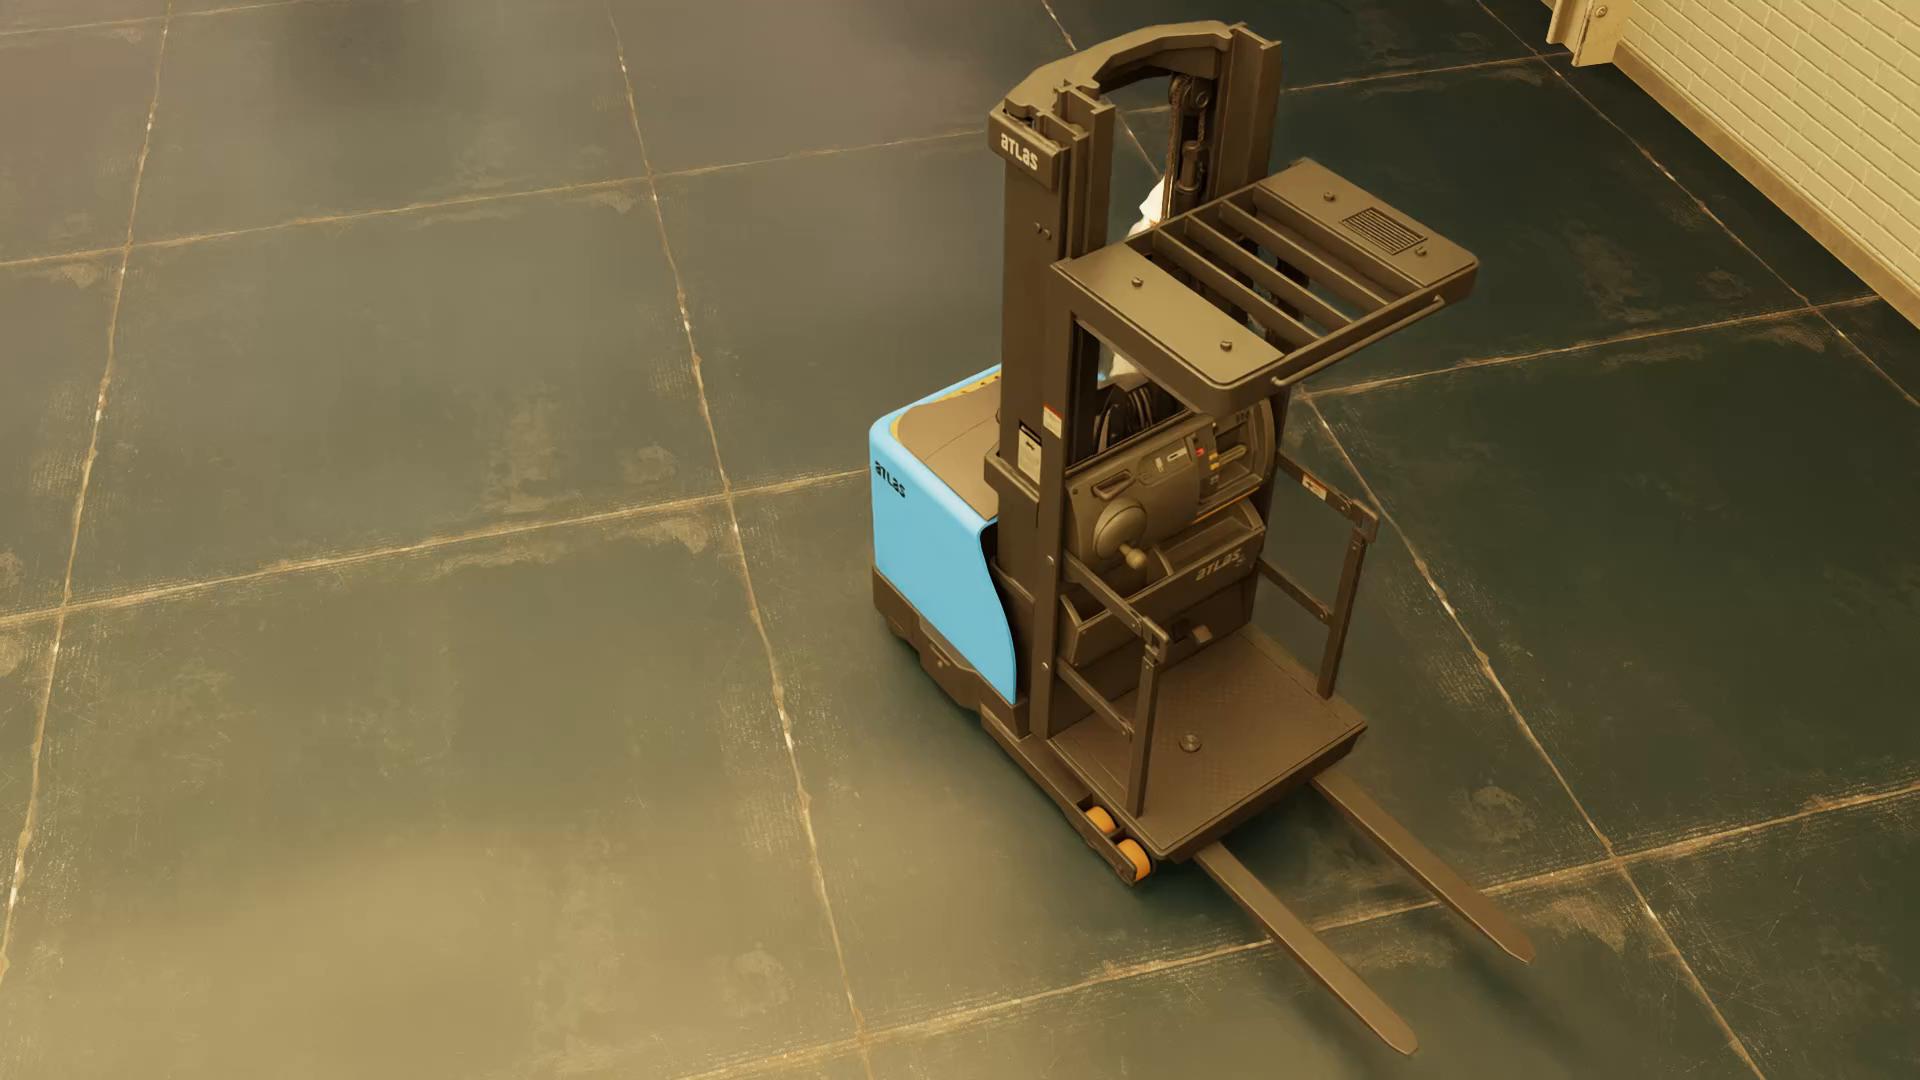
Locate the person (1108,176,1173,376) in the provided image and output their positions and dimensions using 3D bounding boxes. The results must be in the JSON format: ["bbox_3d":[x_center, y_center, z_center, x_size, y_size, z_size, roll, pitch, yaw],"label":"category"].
[{"bbox_3d":[0.901,-0.856,7.414,0.398,1.754,0.815,-30,51,-28],"label":"person"}]

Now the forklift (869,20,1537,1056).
[{"bbox_3d":[0.889,-0.137,5.790,1.130,2.935,3.031,-27,49,-25],"label":"forklift"}]
